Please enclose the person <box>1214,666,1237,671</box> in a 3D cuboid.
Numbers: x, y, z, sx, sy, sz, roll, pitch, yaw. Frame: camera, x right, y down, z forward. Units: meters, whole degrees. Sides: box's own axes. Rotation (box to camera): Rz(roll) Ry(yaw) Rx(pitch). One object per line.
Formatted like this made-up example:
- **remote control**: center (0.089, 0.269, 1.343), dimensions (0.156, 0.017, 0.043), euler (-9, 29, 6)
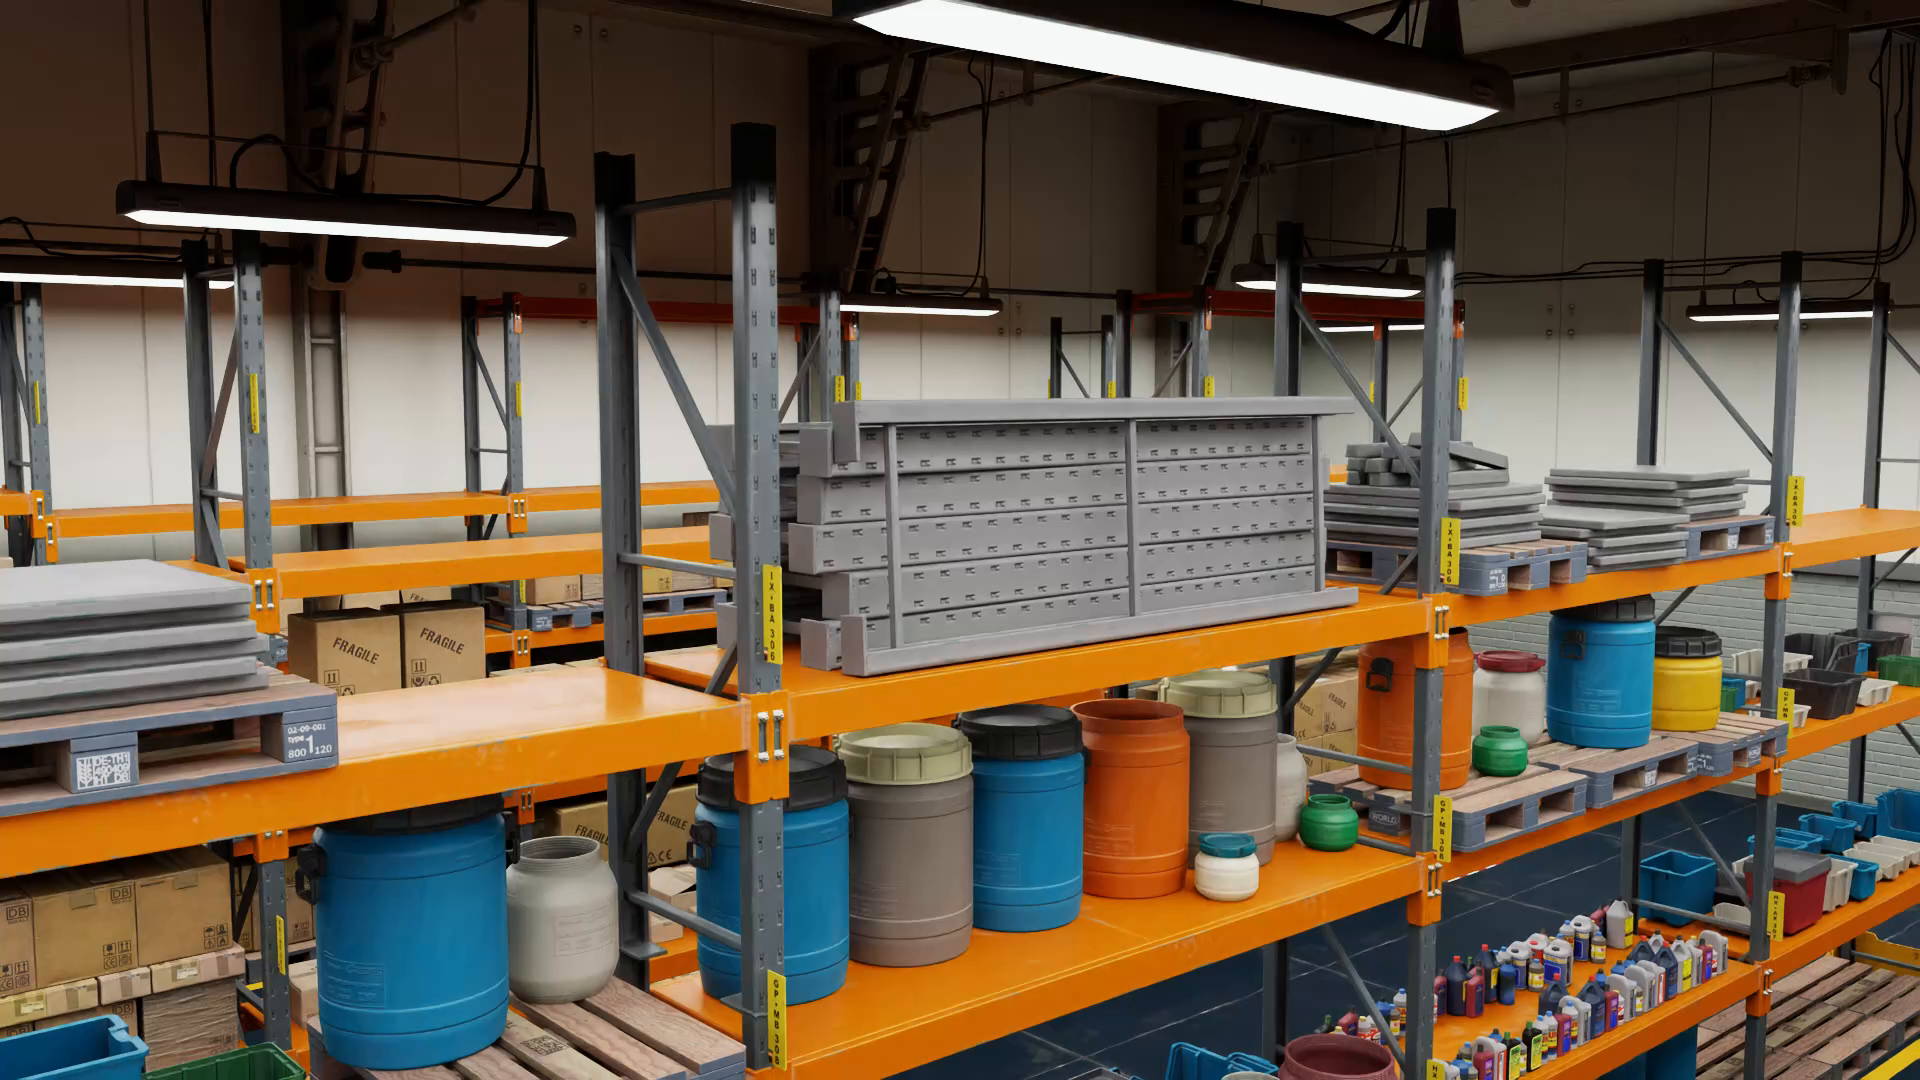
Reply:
- **person**: center (3.352, 2.224, 21.712), dimensions (0.594, 1.707, 1.163), euler (2, 6, 22)
